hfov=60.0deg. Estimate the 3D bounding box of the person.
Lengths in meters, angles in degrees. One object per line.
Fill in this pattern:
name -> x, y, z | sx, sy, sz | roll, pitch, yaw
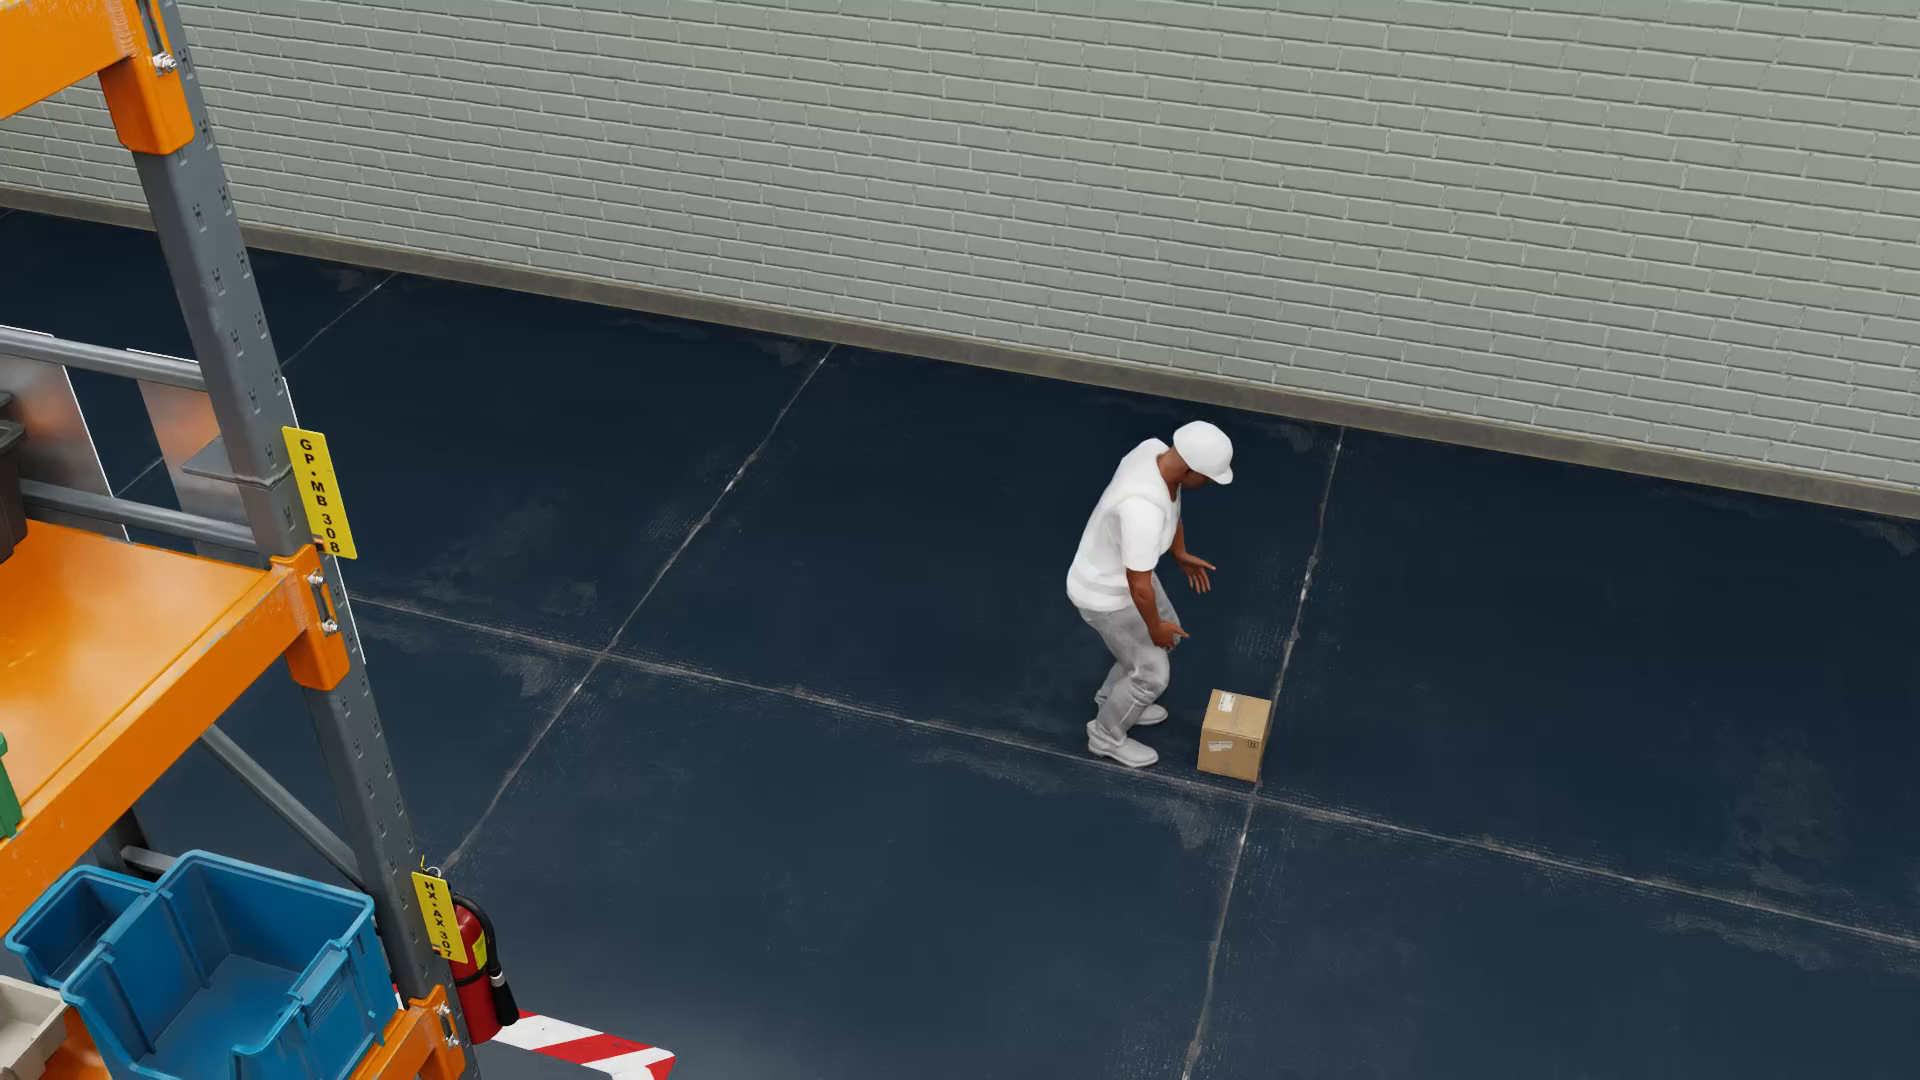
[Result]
person -> 0.752, 0.180, 6.761 | 0.599, 1.614, 0.616 | 11, 38, 15
